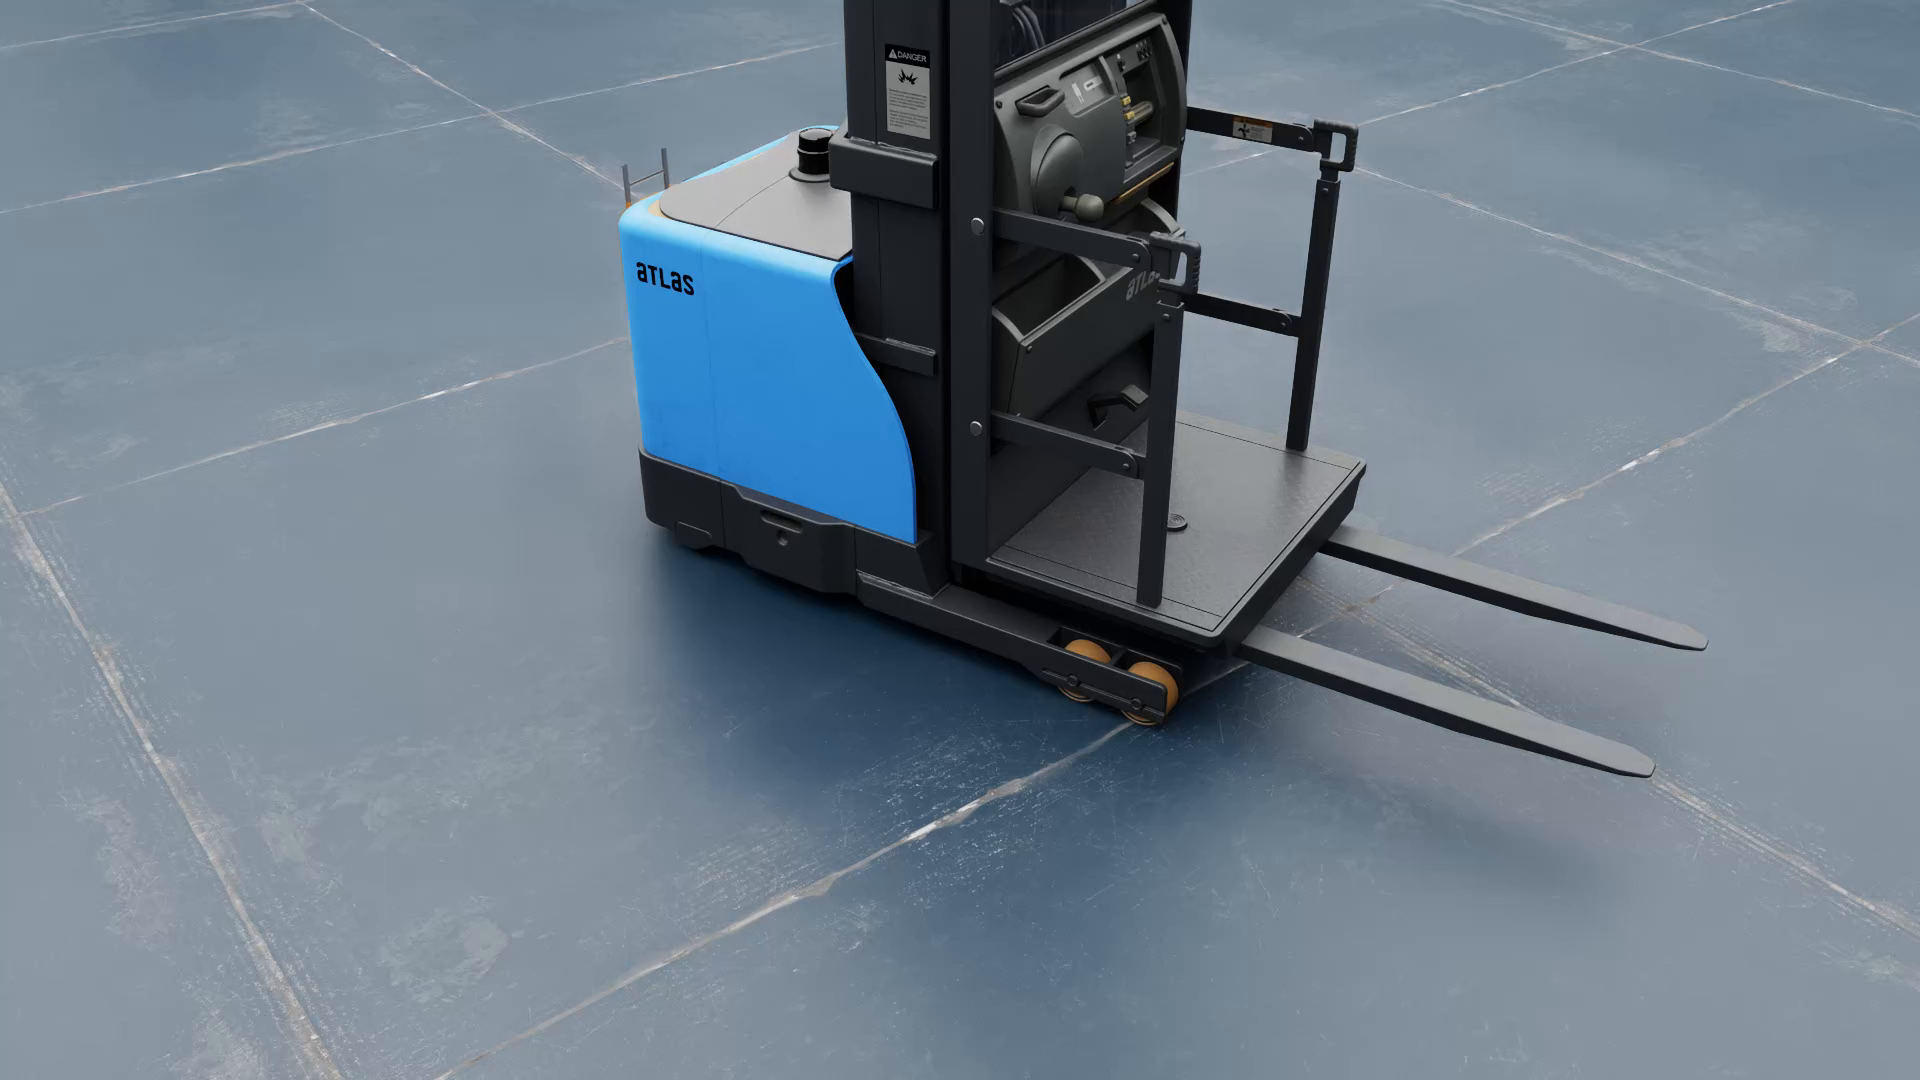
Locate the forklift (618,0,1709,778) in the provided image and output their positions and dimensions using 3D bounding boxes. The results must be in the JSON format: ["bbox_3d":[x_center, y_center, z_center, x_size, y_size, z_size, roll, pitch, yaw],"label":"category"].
[{"bbox_3d":[0.527,-1.070,4.195,3.031,2.935,1.130,18,36,27],"label":"forklift"}]

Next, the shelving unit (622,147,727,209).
[{"bbox_3d":[-0.883,-0.719,5.412,0.252,1.050,0.215,18,36,27],"label":"shelving unit"}]

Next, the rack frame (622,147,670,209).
[{"bbox_3d":[-0.986,-0.753,5.467,0.008,1.050,0.200,18,36,27],"label":"rack frame"}]

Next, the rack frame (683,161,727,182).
[{"bbox_3d":[-0.779,-0.685,5.357,0.008,1.050,0.200,18,36,27],"label":"rack frame"}]

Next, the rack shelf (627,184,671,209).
[{"bbox_3d":[-0.883,-0.951,5.268,0.240,0.259,0.215,18,36,27],"label":"rack shelf"}]
